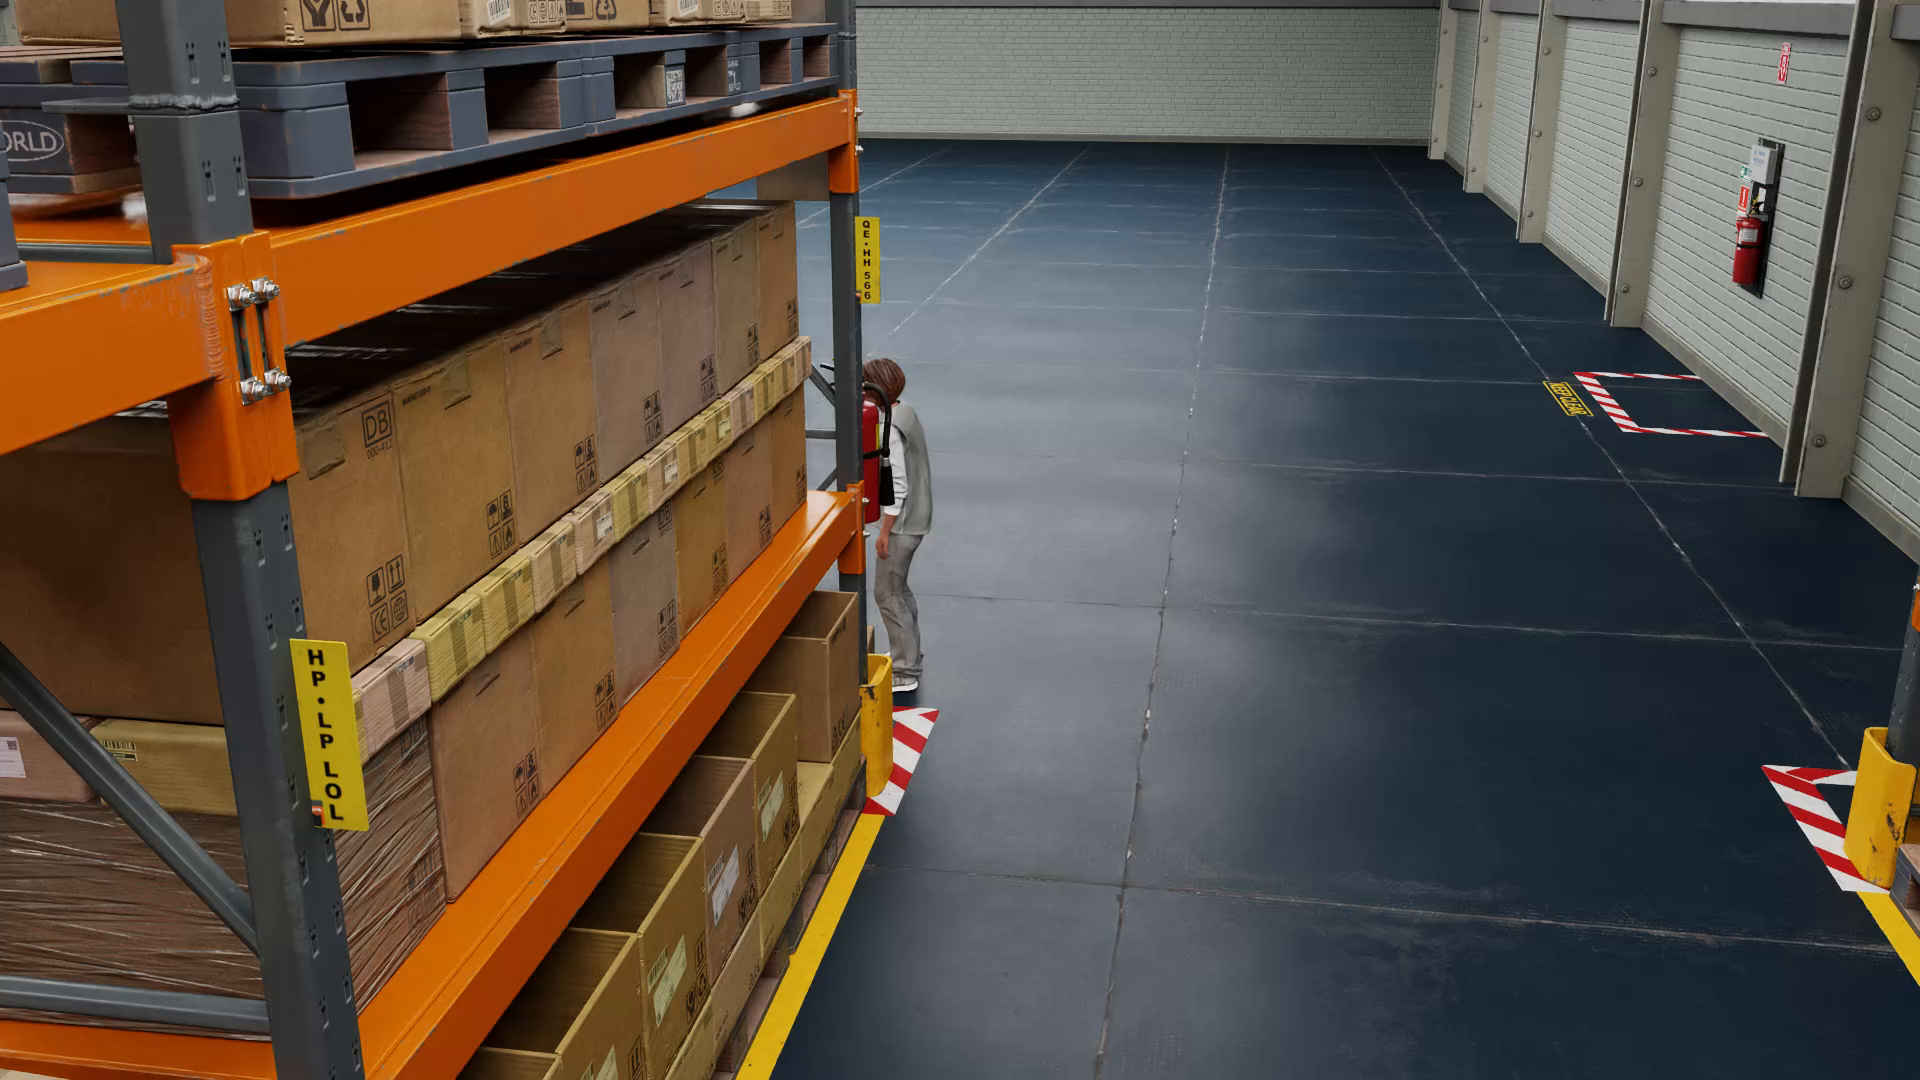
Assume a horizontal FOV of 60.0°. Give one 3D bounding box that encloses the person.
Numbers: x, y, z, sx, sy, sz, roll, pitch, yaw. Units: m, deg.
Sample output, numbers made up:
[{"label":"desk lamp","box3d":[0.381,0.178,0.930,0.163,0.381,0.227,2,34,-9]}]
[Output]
[{"label":"person","box3d":[-0.301,-0.069,7.784,0.347,1.593,0.461,2,18,5]}]
